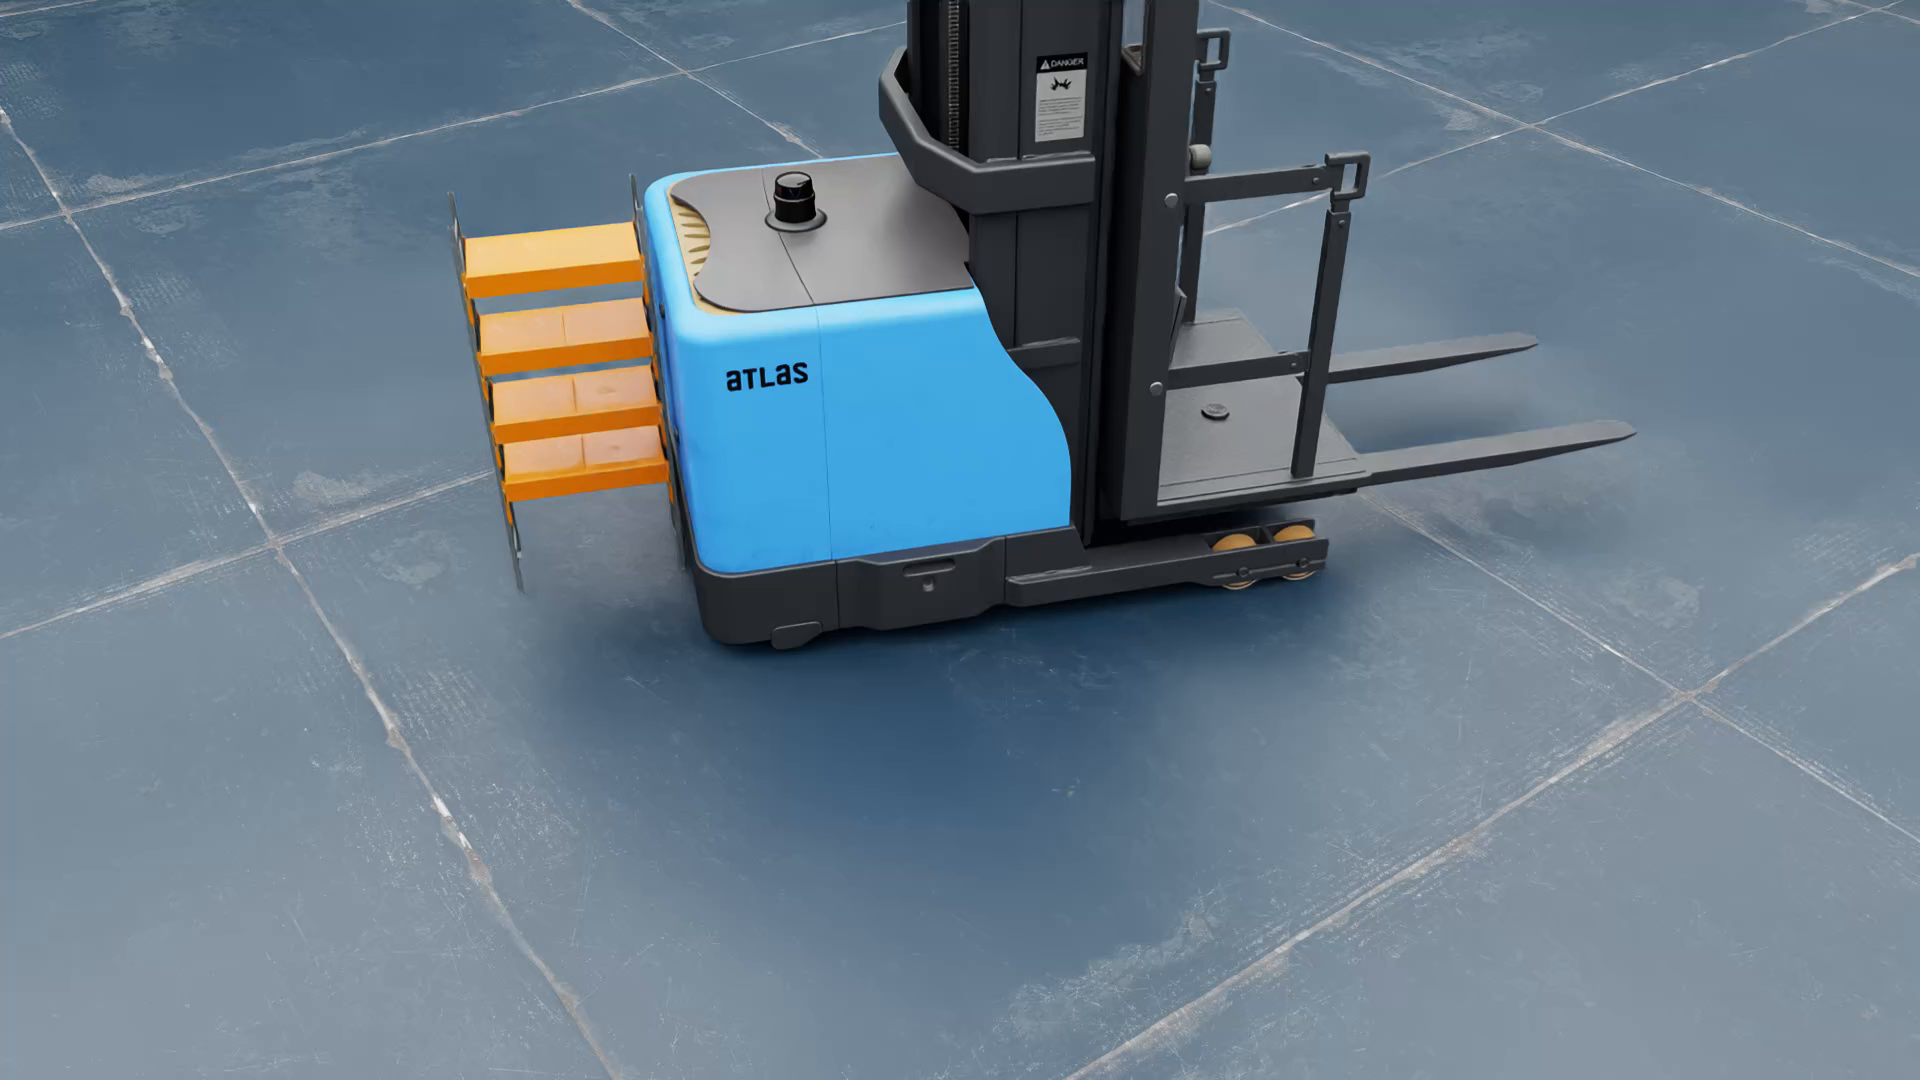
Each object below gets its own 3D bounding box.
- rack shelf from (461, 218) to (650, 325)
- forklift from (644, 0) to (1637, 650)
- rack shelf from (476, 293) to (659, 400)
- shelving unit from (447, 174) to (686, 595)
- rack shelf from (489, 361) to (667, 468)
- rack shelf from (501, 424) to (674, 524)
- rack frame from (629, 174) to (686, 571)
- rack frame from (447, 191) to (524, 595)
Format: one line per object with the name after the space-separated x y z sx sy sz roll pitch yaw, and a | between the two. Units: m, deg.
-1.116 -0.744 4.584 0.480 0.148 0.258 -8 37 -11 | rack shelf
0.631 -1.332 4.592 3.031 2.935 1.130 -8 37 -11 | forklift
-1.116 -0.552 4.722 0.480 0.148 0.258 -8 37 -11 | rack shelf
-1.116 -0.425 4.813 0.503 1.200 0.258 -8 37 -11 | shelving unit
-1.116 -0.370 4.852 0.480 0.148 0.258 -8 37 -11 | rack shelf
-1.116 -0.209 4.968 0.480 0.148 0.258 -8 37 -11 | rack shelf
-0.879 -0.459 4.861 0.015 1.200 0.240 -8 37 -11 | rack frame
-1.353 -0.391 4.765 0.015 1.200 0.240 -8 37 -11 | rack frame
